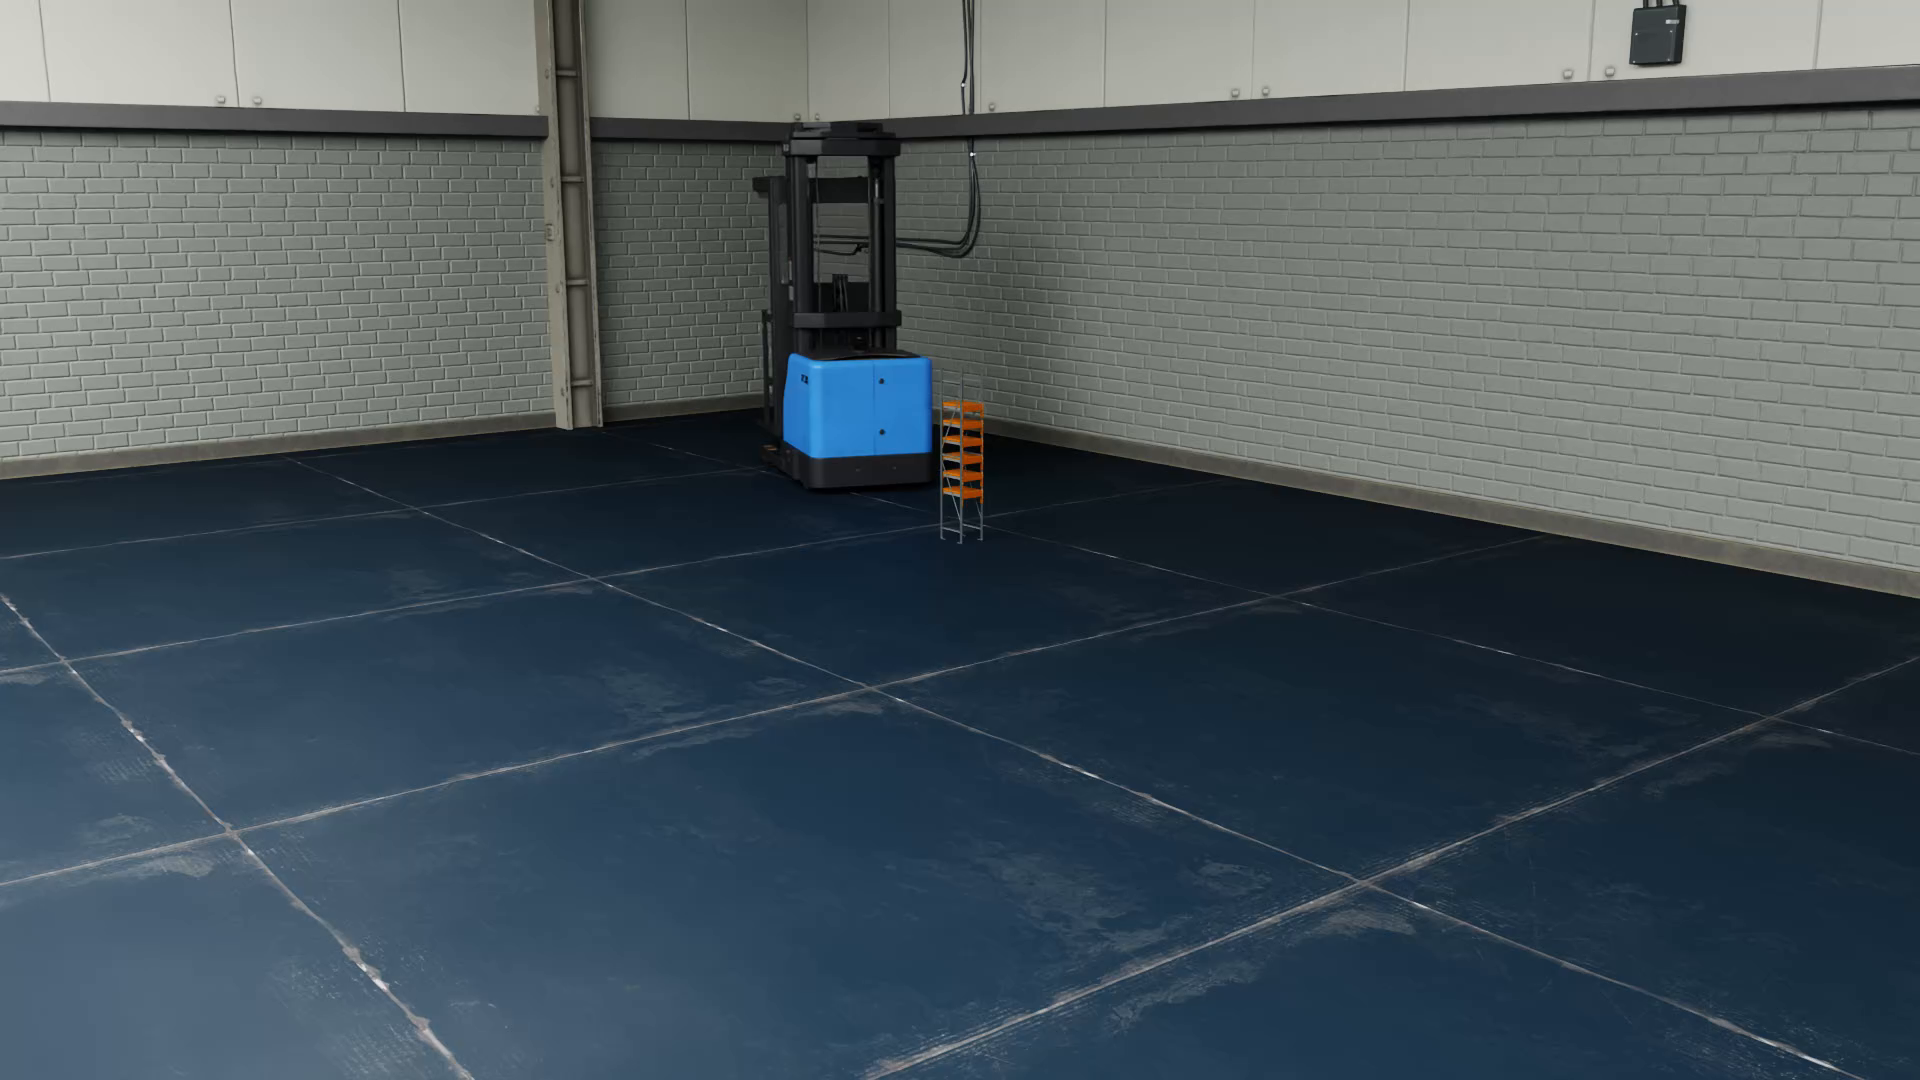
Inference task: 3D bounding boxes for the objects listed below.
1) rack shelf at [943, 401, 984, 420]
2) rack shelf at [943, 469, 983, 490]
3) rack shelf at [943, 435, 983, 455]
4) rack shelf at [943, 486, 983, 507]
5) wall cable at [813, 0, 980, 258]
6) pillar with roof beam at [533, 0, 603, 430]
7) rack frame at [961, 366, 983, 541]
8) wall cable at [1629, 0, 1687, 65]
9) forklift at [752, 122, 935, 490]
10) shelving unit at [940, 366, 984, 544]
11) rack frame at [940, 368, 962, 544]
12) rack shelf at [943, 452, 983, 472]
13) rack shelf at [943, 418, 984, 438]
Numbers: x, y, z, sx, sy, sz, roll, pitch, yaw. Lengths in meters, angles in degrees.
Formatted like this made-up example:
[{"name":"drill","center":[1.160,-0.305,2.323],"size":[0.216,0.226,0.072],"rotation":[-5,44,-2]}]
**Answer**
[{"name":"rack shelf","center":[0.011,-0.897,11.447],"size":[0.180,0.103,0.258],"rotation":[-9,15,-38]},{"name":"rack shelf","center":[0.011,-0.428,11.547],"size":[0.180,0.103,0.258],"rotation":[-9,15,-38]},{"name":"rack shelf","center":[0.011,-0.663,11.497],"size":[0.180,0.103,0.258],"rotation":[-9,15,-38]},{"name":"rack shelf","center":[0.011,-0.311,11.572],"size":[0.180,0.103,0.258],"rotation":[-9,15,-38]},{"name":"wall cable","center":[-0.798,-4.222,17.323],"size":[0.112,2.526,3.097],"rotation":[-9,15,-38]},{"name":"pillar with roof beam","center":[-1.235,-4.875,12.922],"size":[0.400,9.000,9.100],"rotation":[-9,15,-38]},{"name":"rack frame","center":[0.083,-0.601,11.569],"size":[0.006,1.200,0.240],"rotation":[-9,15,-38]},{"name":"wall cable","center":[5.120,-5.863,9.386],"size":[0.169,6.003,2.305],"rotation":[-9,15,-38]},{"name":"forklift","center":[-1.159,-2.101,14.465],"size":[1.130,2.935,3.031],"rotation":[-4,13,-18]},{"name":"shelving unit","center":[0.011,-0.589,11.513],"size":[0.189,1.200,0.258],"rotation":[-9,15,-38]},{"name":"rack frame","center":[-0.060,-0.577,11.457],"size":[0.006,1.200,0.240],"rotation":[-9,15,-38]},{"name":"rack shelf","center":[0.011,-0.545,11.522],"size":[0.180,0.103,0.258],"rotation":[-9,15,-38]},{"name":"rack shelf","center":[0.011,-0.780,11.472],"size":[0.180,0.103,0.258],"rotation":[-9,15,-38]}]
